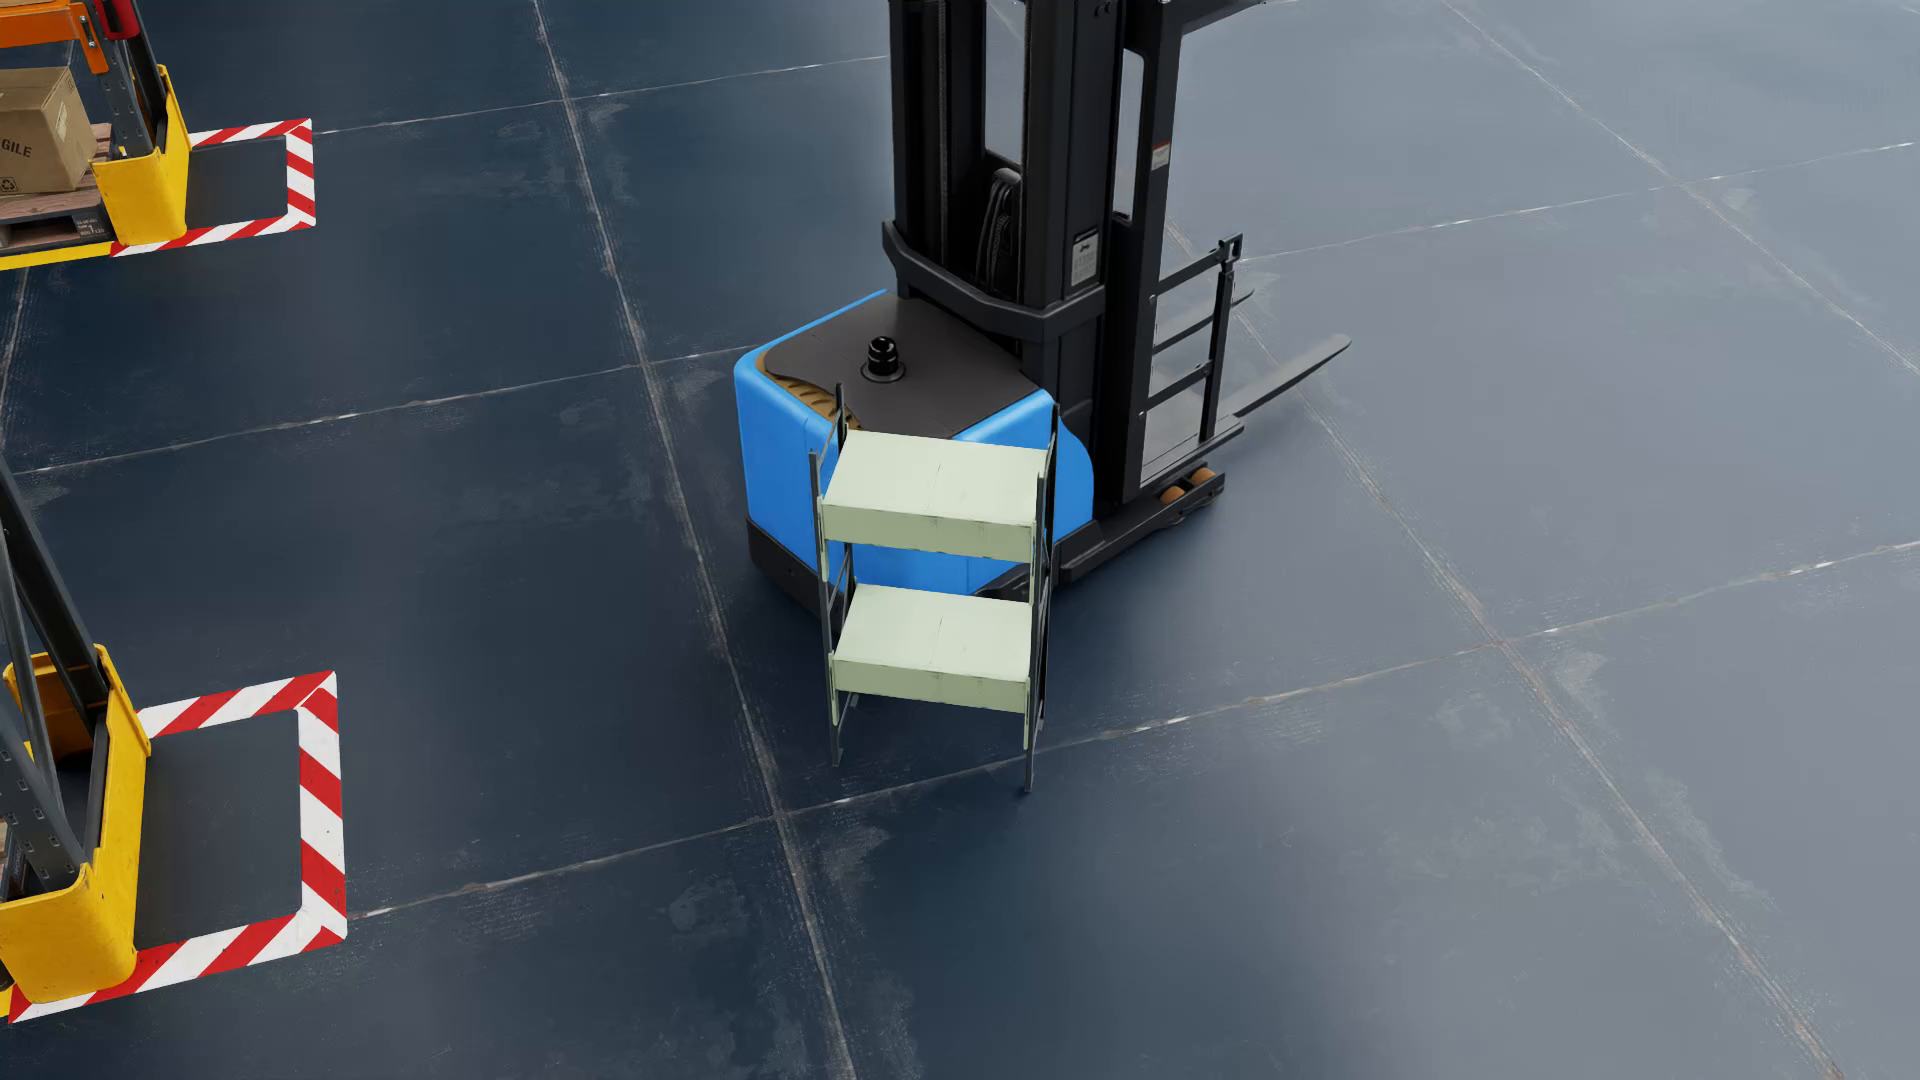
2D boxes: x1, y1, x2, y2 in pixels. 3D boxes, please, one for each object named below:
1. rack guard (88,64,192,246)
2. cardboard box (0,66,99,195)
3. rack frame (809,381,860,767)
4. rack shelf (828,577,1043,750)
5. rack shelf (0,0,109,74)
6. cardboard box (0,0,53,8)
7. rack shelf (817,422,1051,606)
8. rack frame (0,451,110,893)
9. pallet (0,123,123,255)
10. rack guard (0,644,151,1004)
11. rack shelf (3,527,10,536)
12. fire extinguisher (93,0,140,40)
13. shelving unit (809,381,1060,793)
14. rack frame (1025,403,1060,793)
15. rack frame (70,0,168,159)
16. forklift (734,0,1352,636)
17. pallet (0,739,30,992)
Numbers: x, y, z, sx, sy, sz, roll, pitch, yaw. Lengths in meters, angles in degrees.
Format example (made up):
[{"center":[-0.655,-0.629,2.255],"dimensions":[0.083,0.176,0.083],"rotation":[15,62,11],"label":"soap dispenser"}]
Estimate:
[{"center":[-4.602,-2.182,9.367],"dimensions":[0.348,0.500,1.175],"rotation":[-12,42,-13],"label":"rack guard"},{"center":[-5.130,-2.242,9.117],"dimensions":[0.500,0.500,0.500],"rotation":[-4,41,-5],"label":"cardboard box"},{"center":[-0.437,0.162,5.925],"dimensions":[0.023,1.500,0.400],"rotation":[6,42,7],"label":"rack frame"},{"center":[-0.076,0.448,6.093],"dimensions":[0.720,0.370,0.431],"rotation":[6,42,7],"label":"rack shelf"},{"center":[-6.437,-2.472,8.346],"dimensions":[4.000,0.370,1.077],"rotation":[-12,42,-13],"label":"rack shelf"},{"center":[-4.739,-2.858,8.432],"dimensions":[0.250,0.149,0.380],"rotation":[-12,42,-13],"label":"cardboard box"},{"center":[-0.076,-0.091,5.621],"dimensions":[0.720,0.370,0.431],"rotation":[6,42,7],"label":"rack shelf"},{"center":[-3.042,-0.030,5.004],"dimensions":[0.127,3.000,1.000],"rotation":[-12,42,-13],"label":"rack frame"},{"center":[-5.387,-1.935,9.304],"dimensions":[1.213,0.211,1.003],"rotation":[-12,42,-13],"label":"pallet"},{"center":[-3.100,0.956,5.776],"dimensions":[0.348,0.500,1.175],"rotation":[-12,42,-13],"label":"rack guard"},{"center":[-4.949,0.636,4.789],"dimensions":[4.000,0.370,1.077],"rotation":[-12,42,-13],"label":"rack shelf"},{"center":[-4.282,-2.842,8.282],"dimensions":[0.183,0.674,0.296],"rotation":[-12,42,-13],"label":"fire extinguisher"},{"center":[-0.076,0.203,5.878],"dimensions":[0.755,1.500,0.431],"rotation":[6,42,7],"label":"shelving unit"},{"center":[0.285,0.243,5.832],"dimensions":[0.023,1.500,0.400],"rotation":[6,42,7],"label":"rack frame"},{"center":[-4.529,-3.138,8.562],"dimensions":[0.127,3.000,1.000],"rotation":[-12,42,-13],"label":"rack frame"},{"center":[0.542,-1.404,6.629],"dimensions":[3.031,2.935,1.130],"rotation":[-30,50,-30],"label":"forklift"},{"center":[-3.877,1.222,5.691],"dimensions":[1.213,0.211,1.003],"rotation":[-12,42,-13],"label":"pallet"}]
